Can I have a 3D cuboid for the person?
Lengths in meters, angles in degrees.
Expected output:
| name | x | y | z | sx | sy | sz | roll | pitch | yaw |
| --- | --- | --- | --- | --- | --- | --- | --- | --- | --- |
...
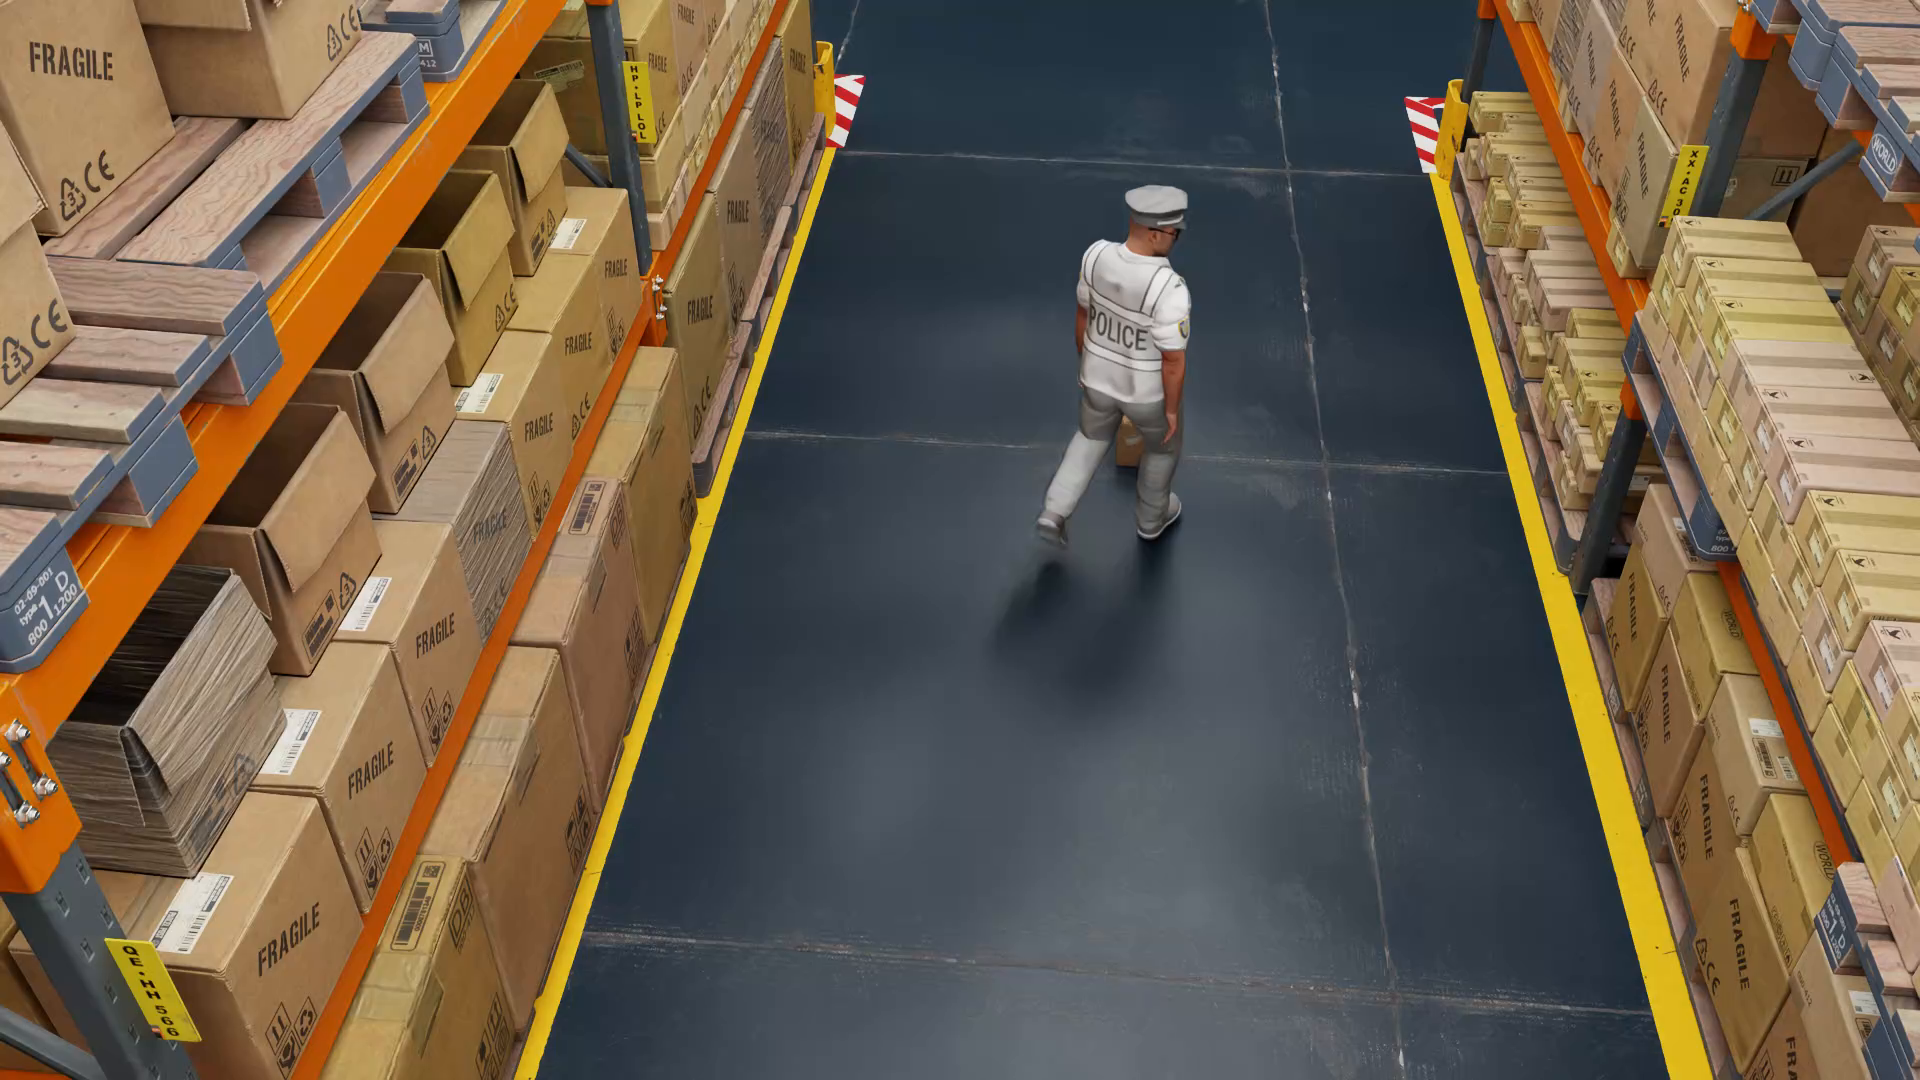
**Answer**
| name | x | y | z | sx | sy | sz | roll | pitch | yaw |
| --- | --- | --- | --- | --- | --- | --- | --- | --- | --- |
| person | 0.699 | -0.657 | 6.929 | 0.554 | 1.726 | 0.812 | 26 | 46 | 28 |
